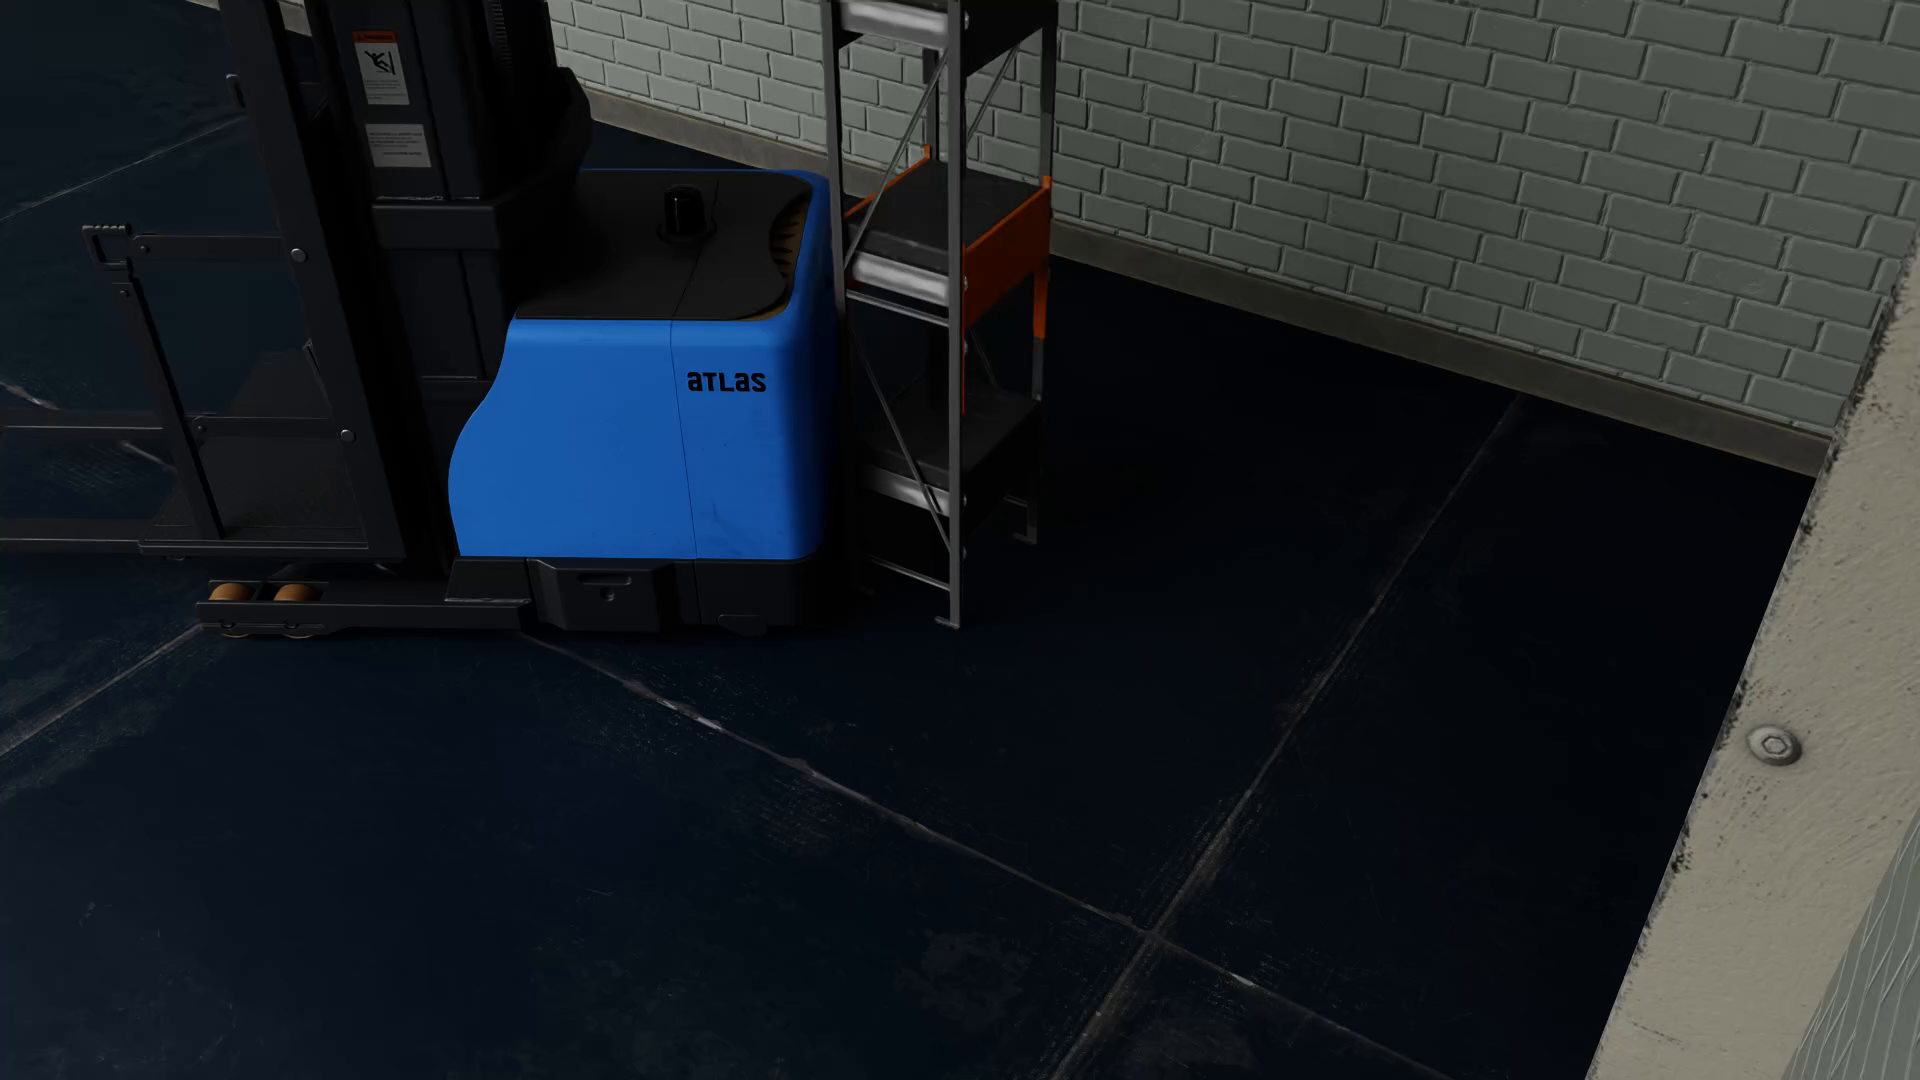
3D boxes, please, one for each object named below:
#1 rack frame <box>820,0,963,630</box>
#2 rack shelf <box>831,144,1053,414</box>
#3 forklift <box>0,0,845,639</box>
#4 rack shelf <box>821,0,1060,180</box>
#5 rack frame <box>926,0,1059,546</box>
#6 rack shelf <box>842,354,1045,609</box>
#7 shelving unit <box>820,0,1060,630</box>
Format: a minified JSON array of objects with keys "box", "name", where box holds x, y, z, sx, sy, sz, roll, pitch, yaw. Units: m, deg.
[{"box":[-0.169,-0.623,4.501,0.400,2.100,0.015,20,42,24],"name":"rack frame"},{"box":[-0.045,-0.741,4.676,0.431,0.518,0.480,20,42,24],"name":"rack shelf"},{"box":[-1.897,-1.185,4.550,3.031,2.935,1.130,1,38,1],"name":"forklift"},{"box":[-0.044,-1.295,4.249,0.431,0.518,0.480,20,42,24],"name":"rack shelf"},{"box":[0.079,-0.879,4.834,0.400,2.100,0.015,20,42,24],"name":"rack frame"},{"box":[-0.046,-0.186,5.103,0.431,0.518,0.480,20,42,24],"name":"rack shelf"},{"box":[-0.045,-0.751,4.668,0.431,2.100,0.503,20,42,24],"name":"shelving unit"}]
